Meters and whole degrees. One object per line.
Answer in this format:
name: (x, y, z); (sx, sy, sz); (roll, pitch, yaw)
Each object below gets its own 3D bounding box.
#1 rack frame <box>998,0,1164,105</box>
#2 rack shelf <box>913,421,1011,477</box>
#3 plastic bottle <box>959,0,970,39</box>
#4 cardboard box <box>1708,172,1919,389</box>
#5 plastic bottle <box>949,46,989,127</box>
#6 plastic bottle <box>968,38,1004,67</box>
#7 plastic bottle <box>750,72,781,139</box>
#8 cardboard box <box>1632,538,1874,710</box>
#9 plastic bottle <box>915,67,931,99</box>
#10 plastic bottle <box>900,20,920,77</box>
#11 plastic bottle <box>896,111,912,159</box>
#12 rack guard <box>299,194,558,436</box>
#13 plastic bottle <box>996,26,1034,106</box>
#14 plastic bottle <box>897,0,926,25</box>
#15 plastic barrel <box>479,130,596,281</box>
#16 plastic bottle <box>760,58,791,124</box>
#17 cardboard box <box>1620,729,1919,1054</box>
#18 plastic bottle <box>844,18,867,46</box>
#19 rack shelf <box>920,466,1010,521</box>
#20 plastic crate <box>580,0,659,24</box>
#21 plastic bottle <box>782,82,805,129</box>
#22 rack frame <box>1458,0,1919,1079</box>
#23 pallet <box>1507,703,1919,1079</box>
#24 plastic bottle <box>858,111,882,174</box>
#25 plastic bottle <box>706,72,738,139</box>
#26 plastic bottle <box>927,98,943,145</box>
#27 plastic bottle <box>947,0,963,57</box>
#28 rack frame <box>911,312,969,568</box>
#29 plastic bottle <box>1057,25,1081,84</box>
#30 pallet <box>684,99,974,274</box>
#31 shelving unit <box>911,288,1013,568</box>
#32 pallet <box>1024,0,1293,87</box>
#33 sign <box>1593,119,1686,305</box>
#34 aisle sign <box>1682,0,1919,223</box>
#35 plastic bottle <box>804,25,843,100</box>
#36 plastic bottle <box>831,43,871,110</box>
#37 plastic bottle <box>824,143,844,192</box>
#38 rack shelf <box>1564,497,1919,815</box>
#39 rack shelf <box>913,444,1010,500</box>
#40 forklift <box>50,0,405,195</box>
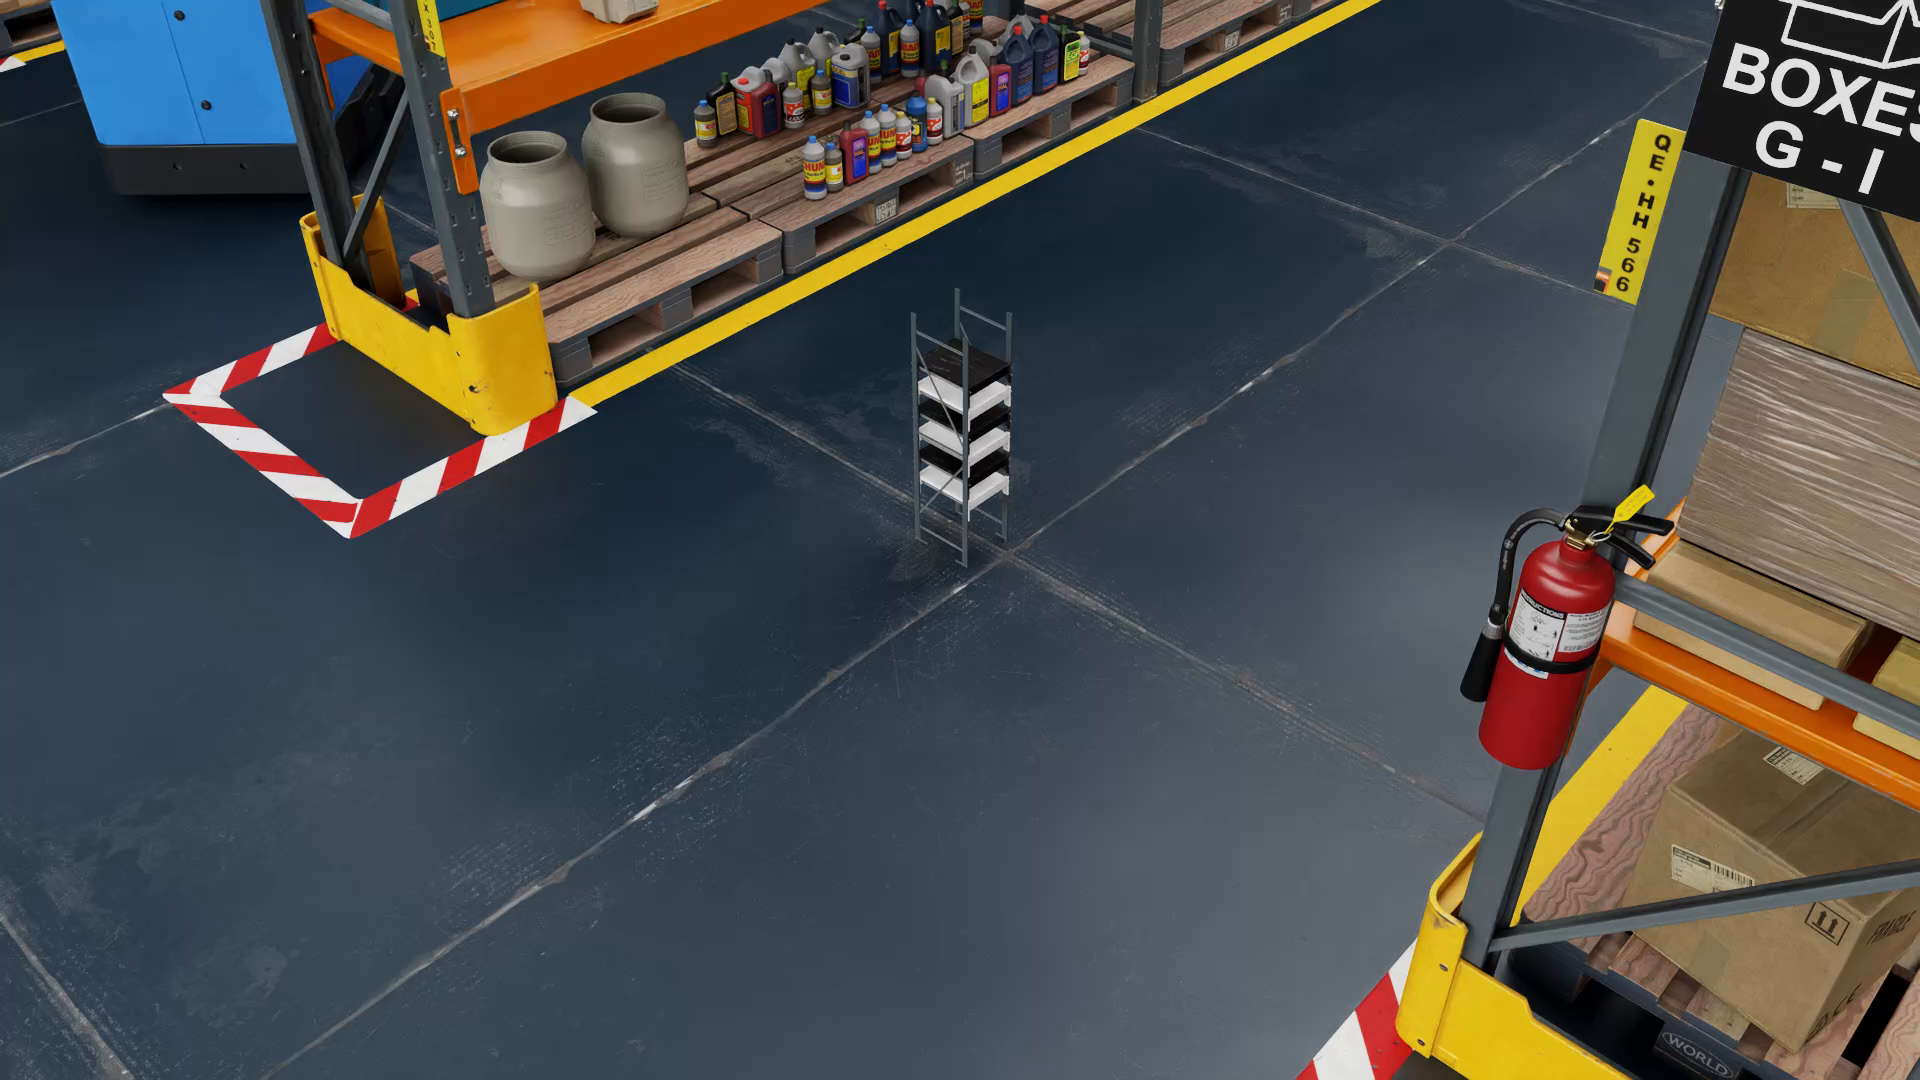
rack frame: (0.612, -3.655, 7.936); (1.000, 3.000, 0.127); (30, 47, 32)
rack shelf: (0.005, -0.330, 5.495); (0.258, 0.077, 0.200); (30, 47, 32)
plastic bottle: (0.005, -2.723, 8.659); (0.097, 0.201, 0.097); (0, 38, 0)
cardboard box: (1.758, -0.641, 3.023); (0.500, 0.500, 0.500); (30, 47, 32)
plastic bottle: (0.043, -2.137, 7.802); (0.144, 0.351, 0.185); (29, 47, 32)
plastic bottle: (0.134, -2.307, 8.076); (0.152, 0.276, 0.135); (30, 47, 32)
plastic bottle: (-0.902, -2.014, 7.702); (0.061, 0.283, 0.133); (30, 47, 32)
cardboard box: (1.609, 0.143, 3.362); (0.380, 0.149, 0.250); (30, 47, 32)
plastic bottle: (-0.149, -2.082, 7.787); (0.061, 0.283, 0.133); (30, 47, 32)
plastic bottle: (-0.248, -2.445, 8.254); (0.097, 0.271, 0.097); (0, 38, 0)
plastic bottle: (-0.268, -1.845, 7.555); (0.097, 0.201, 0.097); (0, 38, 0)
rack guard: (-2.070, -0.894, 6.472); (1.175, 0.500, 0.348); (30, 47, 32)
plastic bottle: (0.260, -2.285, 7.989); (0.144, 0.351, 0.185); (27, 46, 30)
plastic bottle: (-0.239, -2.594, 8.377); (0.144, 0.351, 0.185); (31, 48, 33)
plastic barrel: (-1.699, -1.342, 6.690); (0.421, 0.512, 0.421); (0, 38, 0)
plastic bottle: (-0.888, -2.119, 7.840); (0.152, 0.276, 0.135); (28, 46, 31)
cardboard box: (2.003, 0.796, 4.009); (0.500, 0.500, 0.500); (-25, 45, -28)
plastic bottle: (-0.509, -2.422, 8.215); (0.133, 0.283, 0.061); (-32, 48, -34)
rack shelf: (0.005, -0.189, 5.607); (0.258, 0.077, 0.200); (30, 47, 32)
plastic crate: (-1.246, -1.990, 6.055); (0.298, 0.136, 0.250); (30, 47, 32)
plastic bottle: (-0.783, -2.046, 7.808); (0.097, 0.201, 0.097); (0, 38, 0)
rack frame: (1.569, 0.262, 3.010); (1.000, 3.000, 0.127); (30, 47, 32)
pallet: (2.194, 0.960, 4.373); (1.003, 0.211, 1.213); (30, 47, 32)
plastic bottle: (-0.403, -1.781, 7.419); (0.097, 0.271, 0.097); (0, 38, 0)
plastic bottle: (-1.106, -2.016, 7.704); (0.061, 0.283, 0.133); (31, 48, 33)
plastic bottle: (-0.130, -1.940, 7.674); (0.097, 0.201, 0.097); (0, 38, 0)
plastic bottle: (-0.046, -2.597, 8.435); (0.061, 0.283, 0.133); (30, 47, 32)
rack frame: (-0.063, -0.309, 5.416); (0.240, 0.900, 0.006); (30, 47, 32)
plastic bottle: (0.531, -2.405, 8.193); (0.133, 0.283, 0.061); (-32, 48, -33)
pallet: (-0.695, -1.709, 7.730); (1.003, 0.211, 1.213); (30, 47, 32)
shelving unit: (0.005, -0.356, 5.475); (0.258, 0.900, 0.210); (30, 47, 32)
pallet: (1.113, -2.941, 9.279); (1.003, 0.211, 1.213); (30, 47, 32)
sign: (1.173, -0.557, 2.856); (0.100, 0.325, 0.005); (30, 47, 32)
aisle sign: (1.306, -0.853, 2.324); (0.394, 0.787, 0.004); (30, 47, 32)
plastic bottle: (-0.653, -2.312, 8.022); (0.144, 0.351, 0.185); (29, 47, 32)
plastic bottle: (-0.527, -2.232, 7.982); (0.152, 0.276, 0.135); (30, 47, 32)
plastic bottle: (-0.564, -1.644, 7.302); (0.097, 0.201, 0.097); (0, 38, 0)
rack shelf: (2.918, -0.375, 4.389); (1.077, 0.370, 4.000); (30, 47, 32)
rack shelf: (0.005, -0.259, 5.551); (0.258, 0.077, 0.200); (30, 47, 32)
forklift: (-3.429, -3.619, 7.946); (1.130, 2.935, 3.031); (-1, 38, -1)
